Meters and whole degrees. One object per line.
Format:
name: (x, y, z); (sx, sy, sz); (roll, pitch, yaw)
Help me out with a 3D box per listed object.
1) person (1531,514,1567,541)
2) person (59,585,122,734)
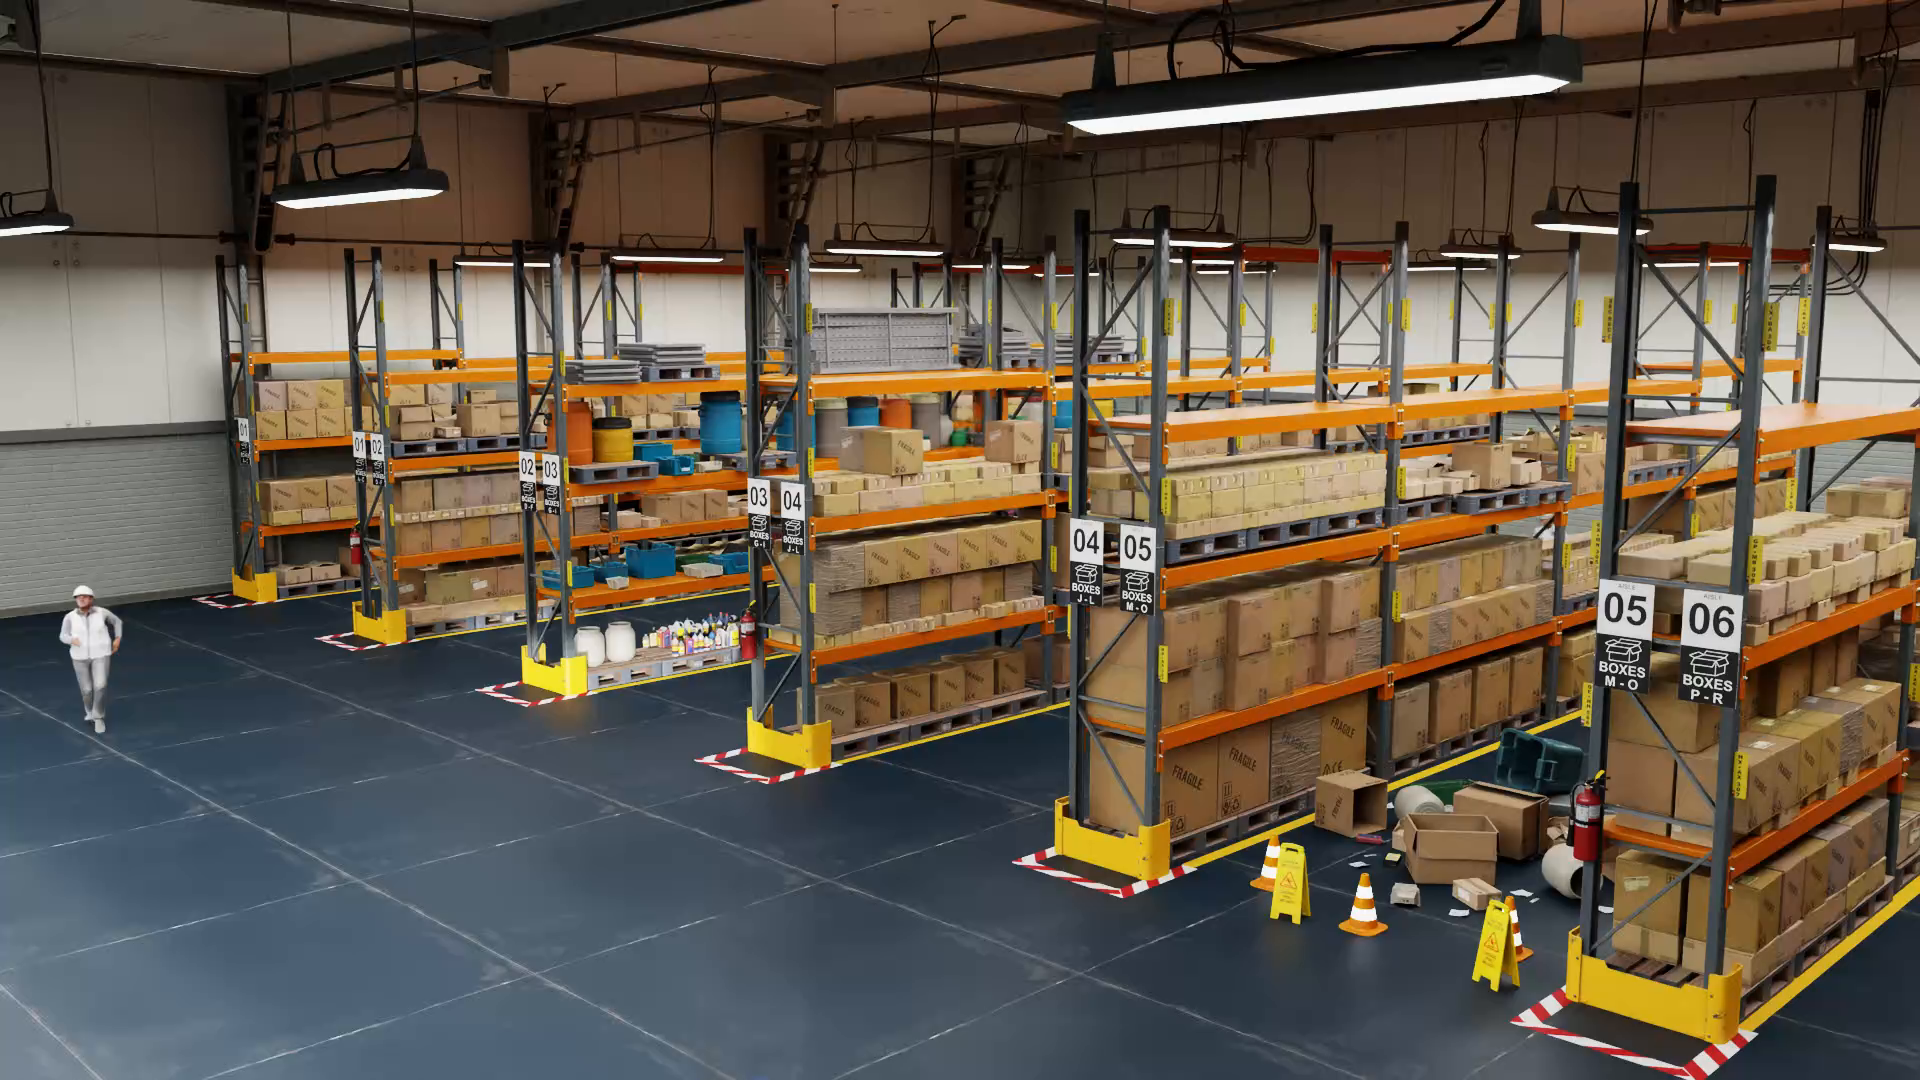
person: (10.193, 0.348, 28.625); (0.746, 1.678, 0.813); (4, 9, 24)
person: (-10.598, 1.448, 20.301); (0.658, 1.807, 0.751); (-3, 9, -20)
